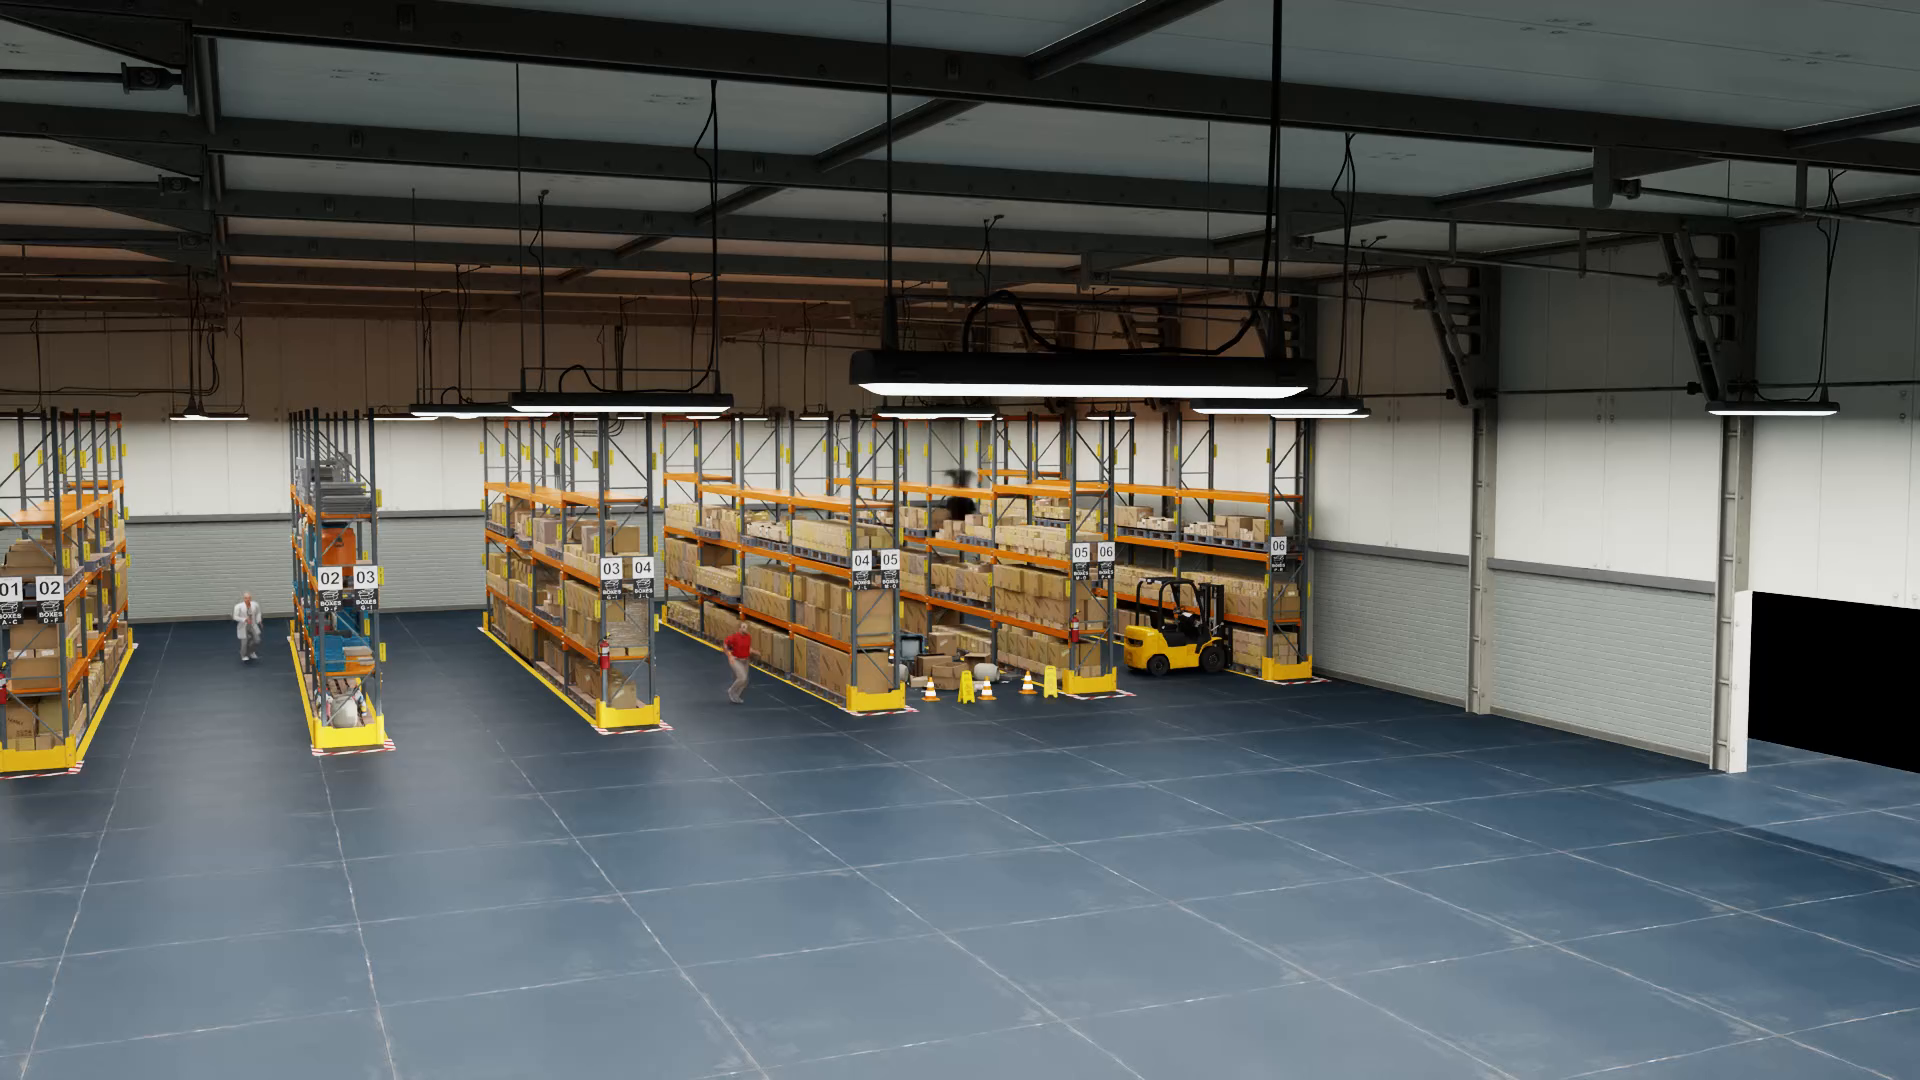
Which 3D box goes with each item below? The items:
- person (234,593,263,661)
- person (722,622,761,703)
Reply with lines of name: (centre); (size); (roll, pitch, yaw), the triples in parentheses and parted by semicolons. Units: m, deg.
person: (-17.054, 2.094, 39.852); (0.711, 1.667, 0.874); (-3, 5, -39)
person: (-4.453, 2.507, 33.932); (0.680, 1.676, 0.667); (3, 5, 37)
